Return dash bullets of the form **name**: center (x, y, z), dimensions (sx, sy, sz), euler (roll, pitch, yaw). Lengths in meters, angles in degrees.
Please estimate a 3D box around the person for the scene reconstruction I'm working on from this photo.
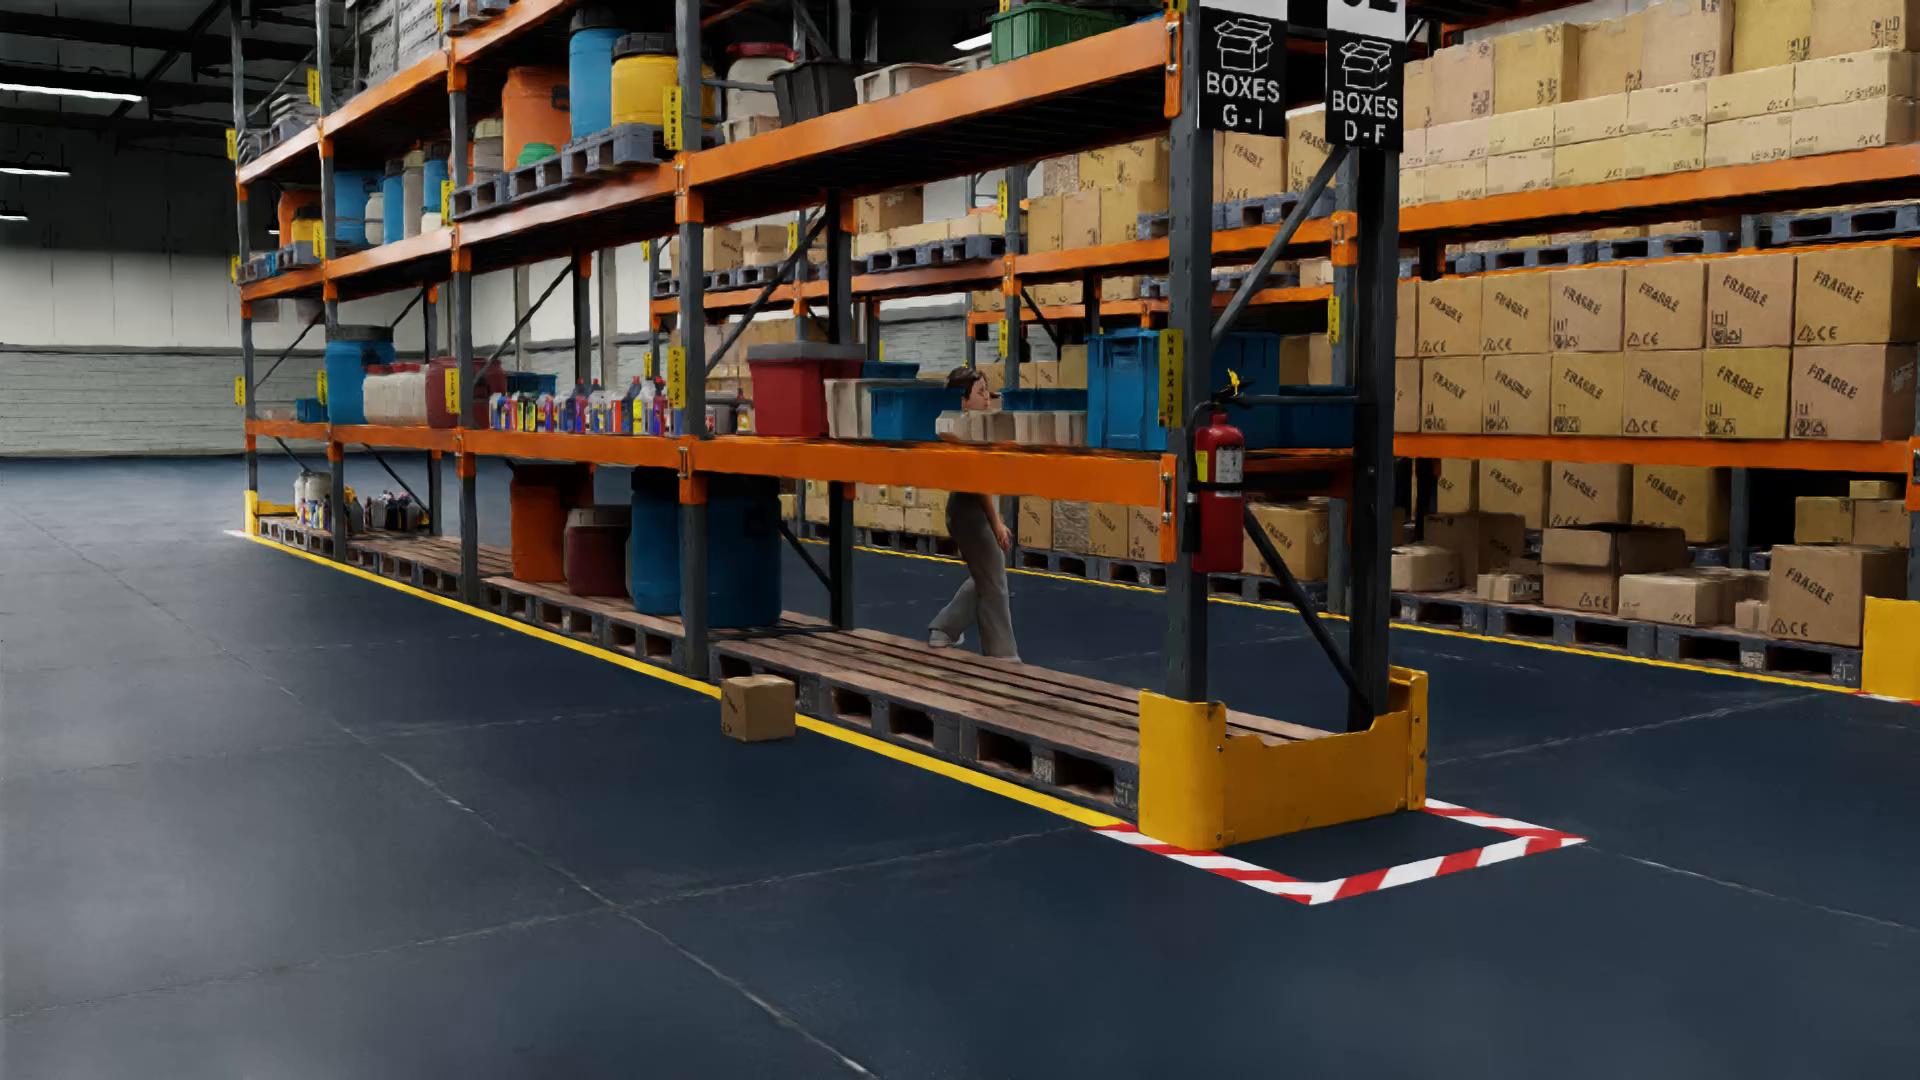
- **person**: center (0.134, -0.077, 8.724), dimensions (0.572, 1.656, 0.567), euler (-2, 5, -18)
